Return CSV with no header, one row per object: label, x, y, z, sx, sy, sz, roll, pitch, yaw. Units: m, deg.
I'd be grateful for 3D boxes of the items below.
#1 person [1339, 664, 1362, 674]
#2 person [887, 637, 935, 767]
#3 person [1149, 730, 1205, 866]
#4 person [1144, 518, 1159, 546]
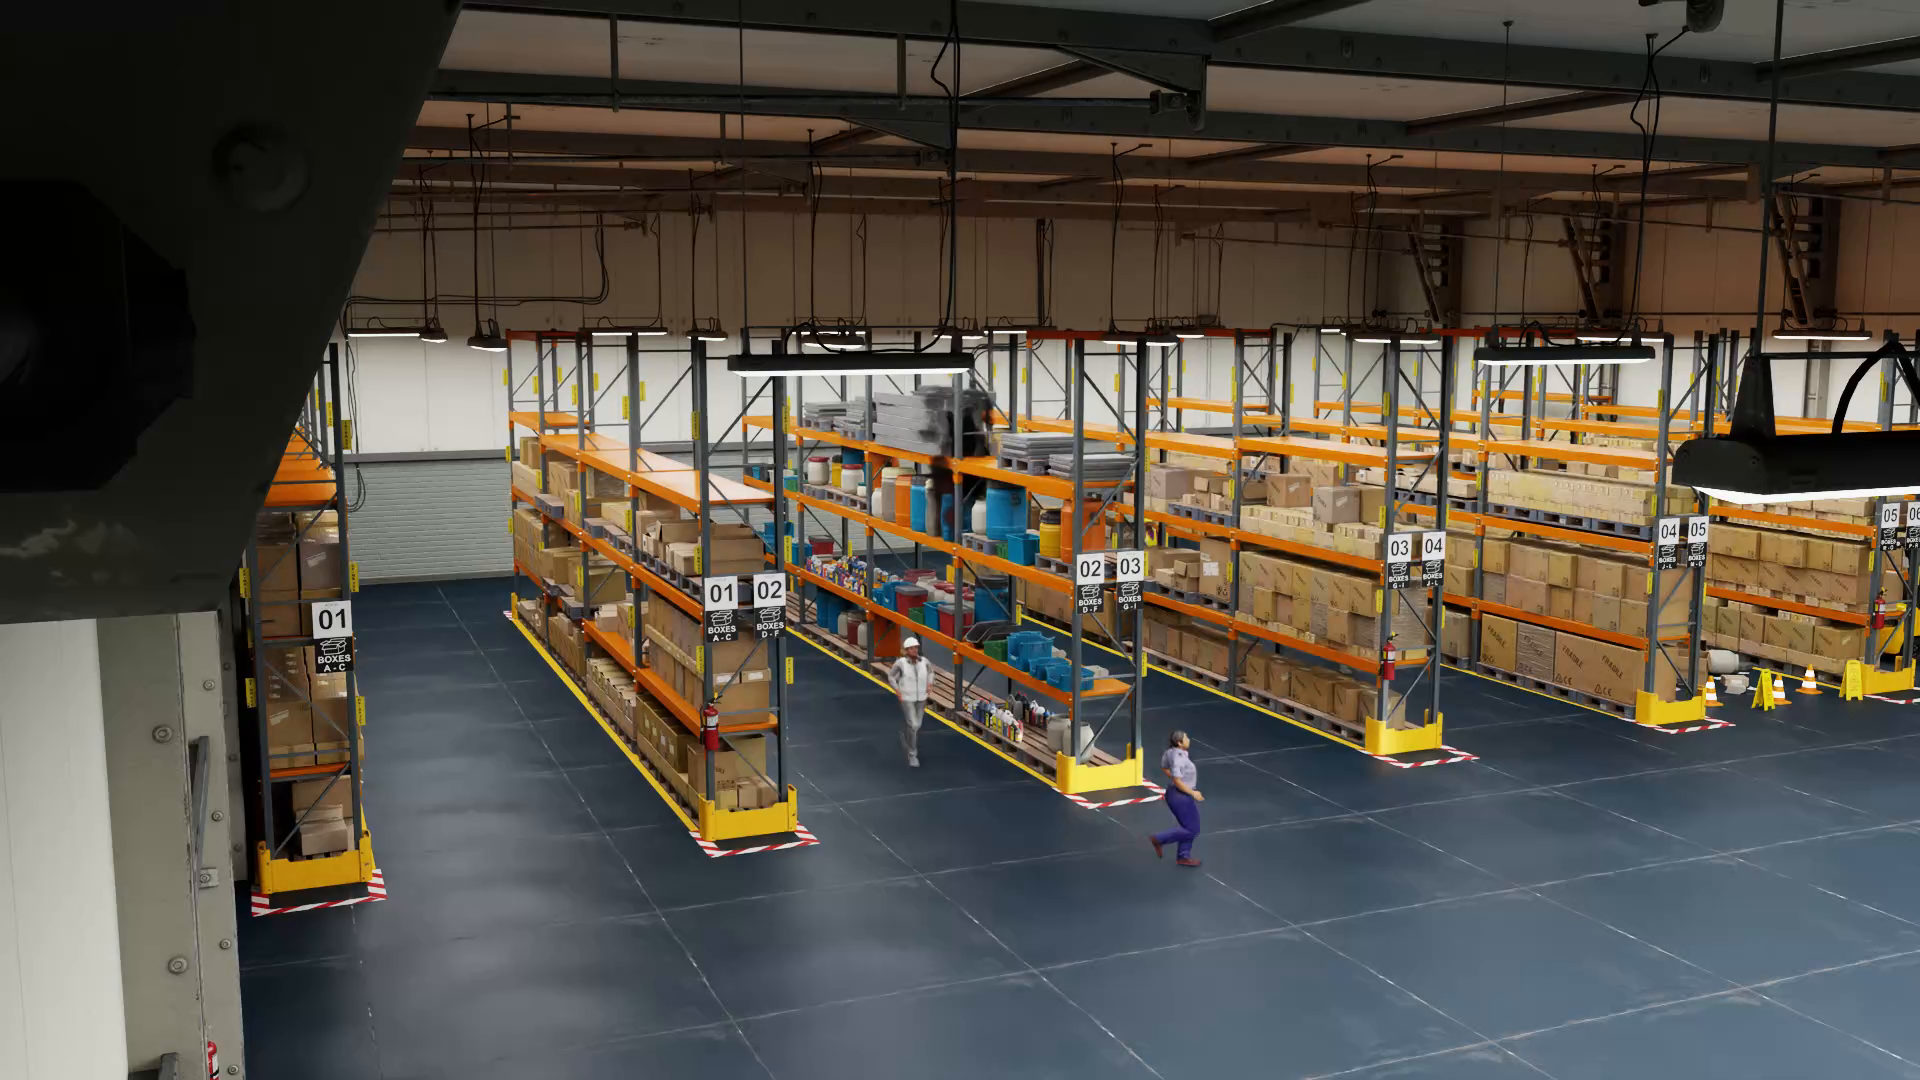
person,7.002,1.555,29.043,0.636,1.651,0.767,-4,9,-29
person,-0.689,2.262,23.623,0.675,1.825,0.774,-4,9,-25
person,2.473,2.962,19.071,0.643,1.605,0.617,-1,8,-6
person,4.277,0.379,37.520,0.726,1.826,0.730,-2,8,-17
